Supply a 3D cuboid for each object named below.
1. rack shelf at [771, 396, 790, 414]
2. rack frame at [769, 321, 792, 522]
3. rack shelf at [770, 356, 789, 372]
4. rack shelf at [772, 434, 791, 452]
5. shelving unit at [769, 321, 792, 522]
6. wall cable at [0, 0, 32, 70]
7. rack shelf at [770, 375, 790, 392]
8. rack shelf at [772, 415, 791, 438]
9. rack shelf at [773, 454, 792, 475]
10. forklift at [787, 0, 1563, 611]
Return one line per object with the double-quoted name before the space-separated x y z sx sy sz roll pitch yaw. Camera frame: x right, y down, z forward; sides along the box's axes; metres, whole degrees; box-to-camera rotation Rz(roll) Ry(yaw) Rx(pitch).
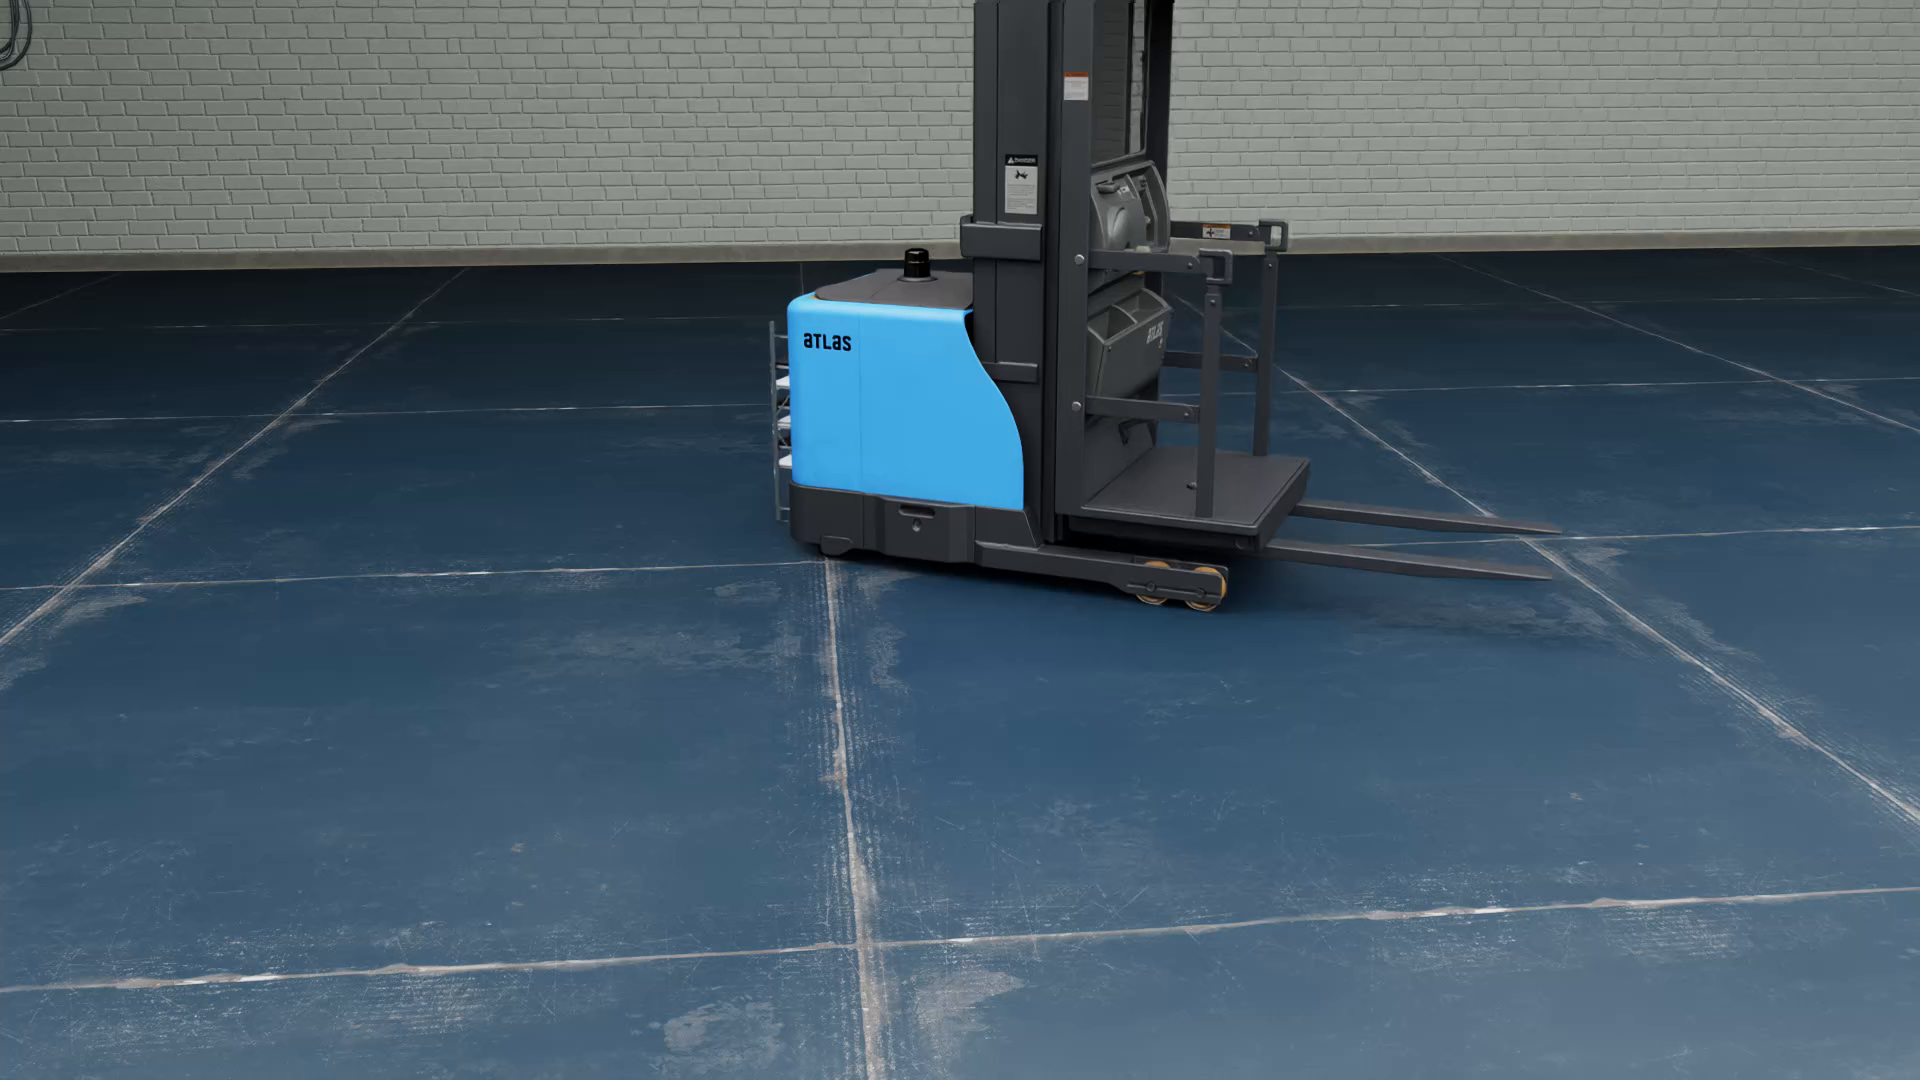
"rack shelf" -0.674 -0.586 7.354 0.258 0.077 0.200 6 19 20
"rack frame" -0.710 -0.504 7.280 0.240 0.900 0.006 6 19 20
"rack shelf" -0.674 -0.758 7.300 0.258 0.077 0.200 6 19 20
"rack shelf" -0.674 -0.415 7.408 0.258 0.077 0.200 6 19 20
"shelving unit" -0.674 -0.532 7.371 0.258 0.900 0.210 6 19 20
"wall cable" -9.425 -5.139 13.706 3.097 2.526 0.112 -2 18 -6
"rack shelf" -0.674 -0.672 7.327 0.258 0.077 0.200 6 19 20
"rack shelf" -0.674 -0.501 7.381 0.258 0.077 0.200 6 19 20
"rack shelf" -0.674 -0.329 7.434 0.258 0.077 0.200 6 19 20
"forklift" 0.855 -1.309 6.452 3.031 2.935 1.130 7 19 21
